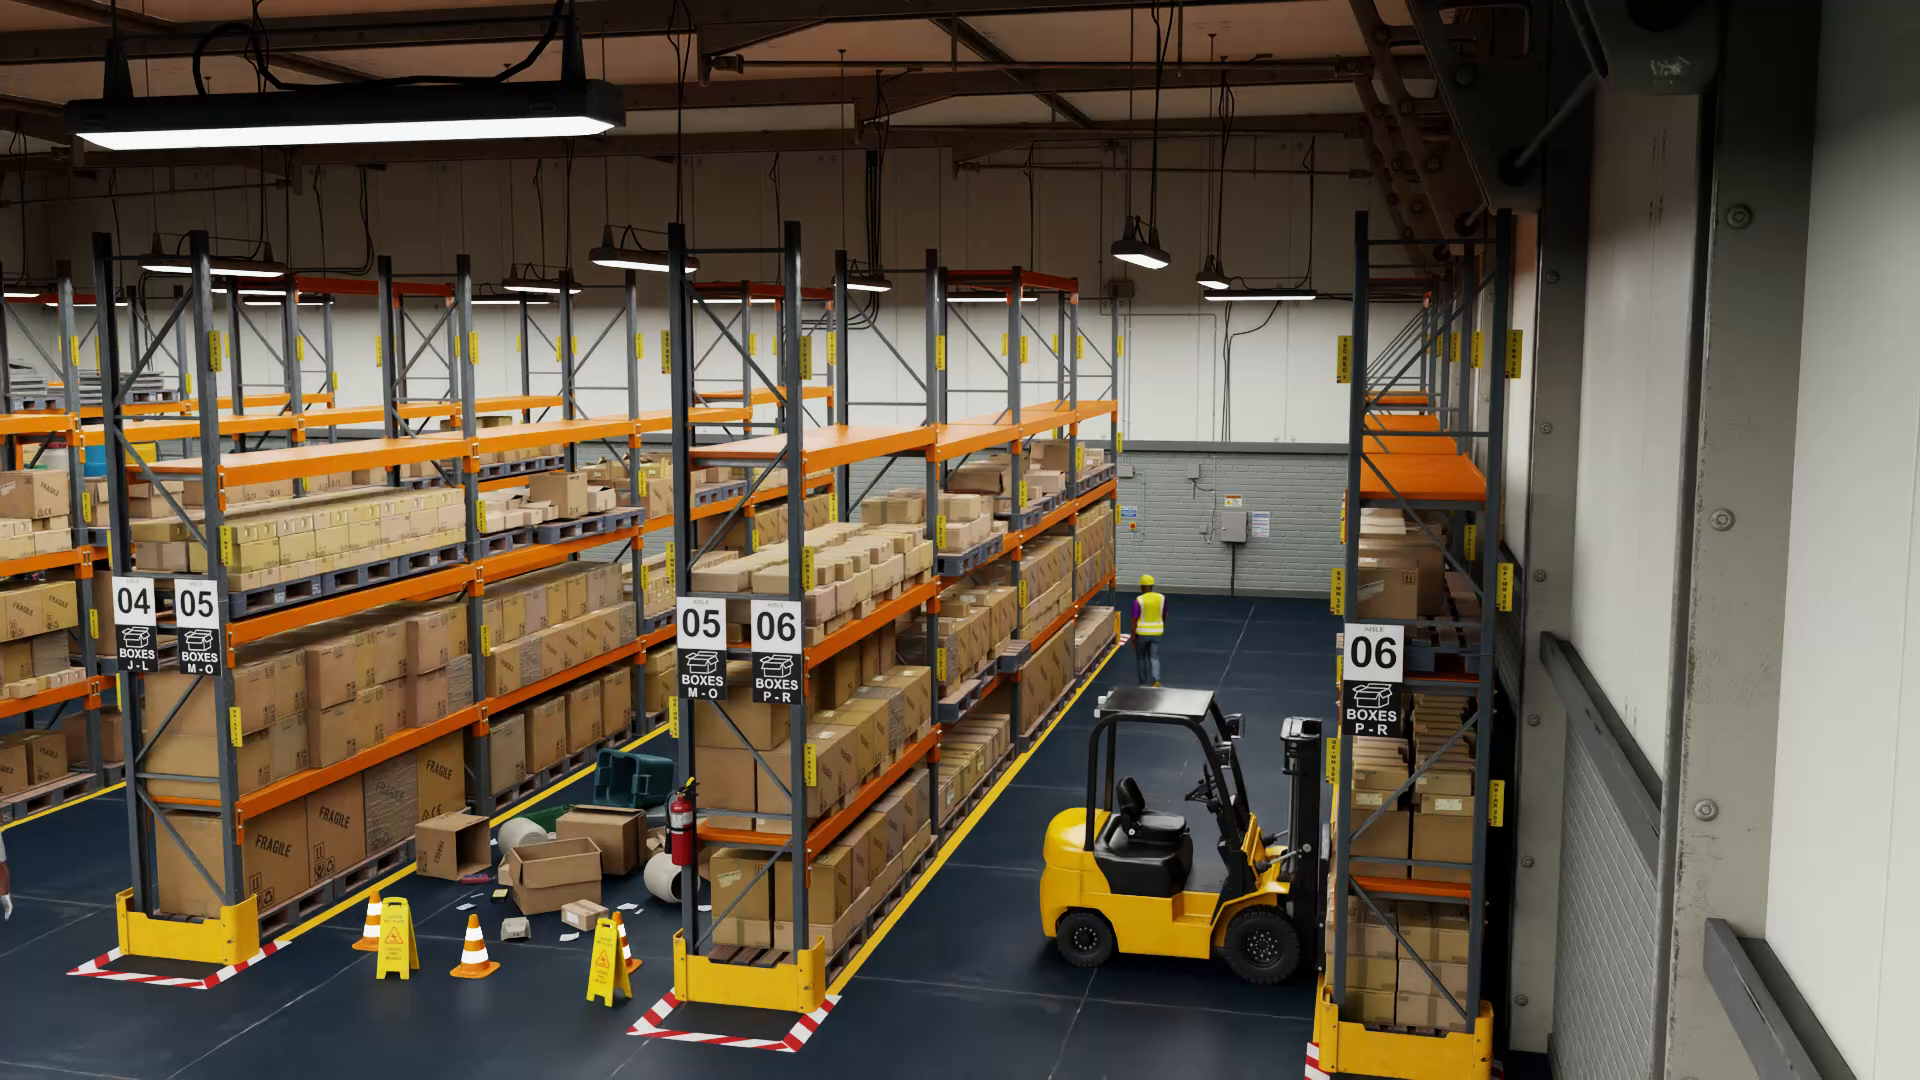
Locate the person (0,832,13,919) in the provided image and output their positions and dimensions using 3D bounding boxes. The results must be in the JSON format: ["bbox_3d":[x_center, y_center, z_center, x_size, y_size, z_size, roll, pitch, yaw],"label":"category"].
[{"bbox_3d":[-7.585,2.742,12.708,0.599,1.774,0.747,-2,7,-19],"label":"person"}]

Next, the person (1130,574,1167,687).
[{"bbox_3d":[2.742,1.370,24.204,0.582,1.741,0.825,-1,7,-10],"label":"person"}]
